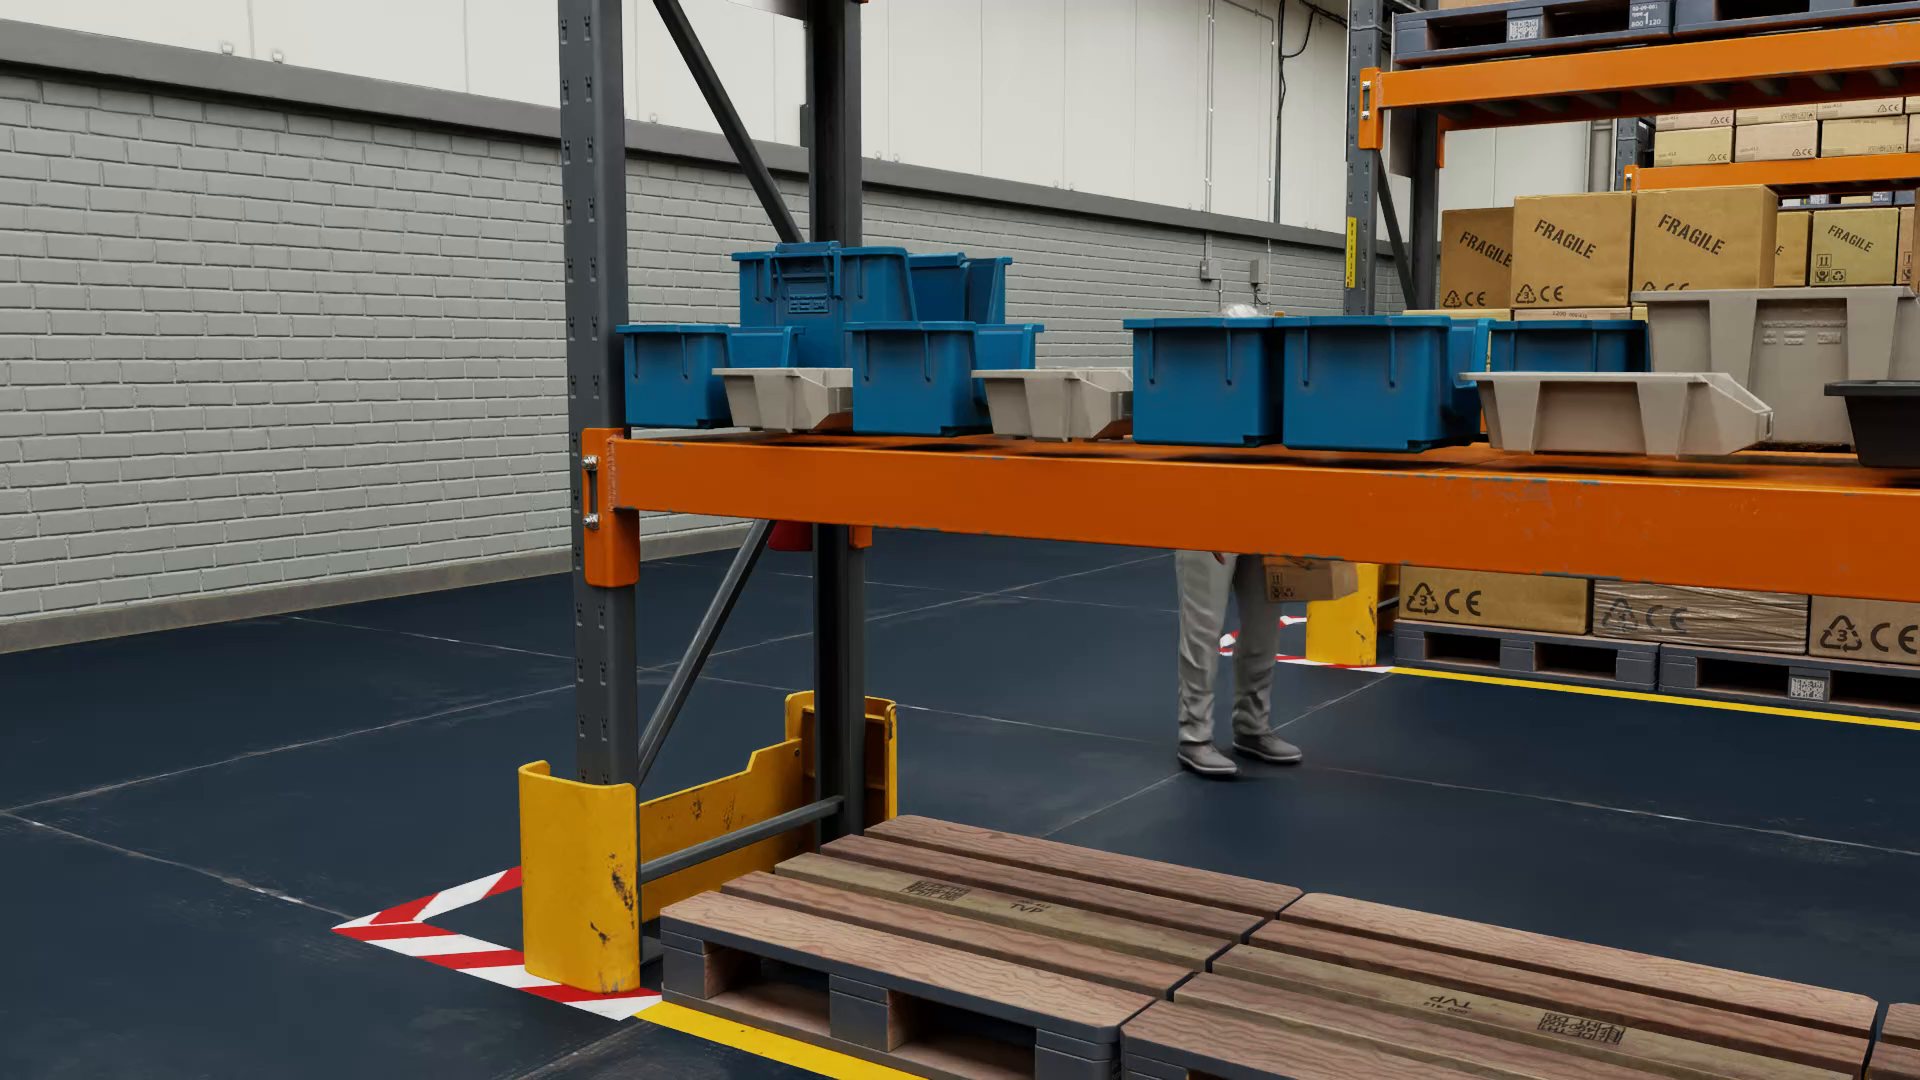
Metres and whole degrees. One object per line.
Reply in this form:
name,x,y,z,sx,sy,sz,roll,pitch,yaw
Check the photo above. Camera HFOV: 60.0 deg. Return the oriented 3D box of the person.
person,1.034,-0.018,6.034,0.496,1.673,0.501,-2,7,-15
